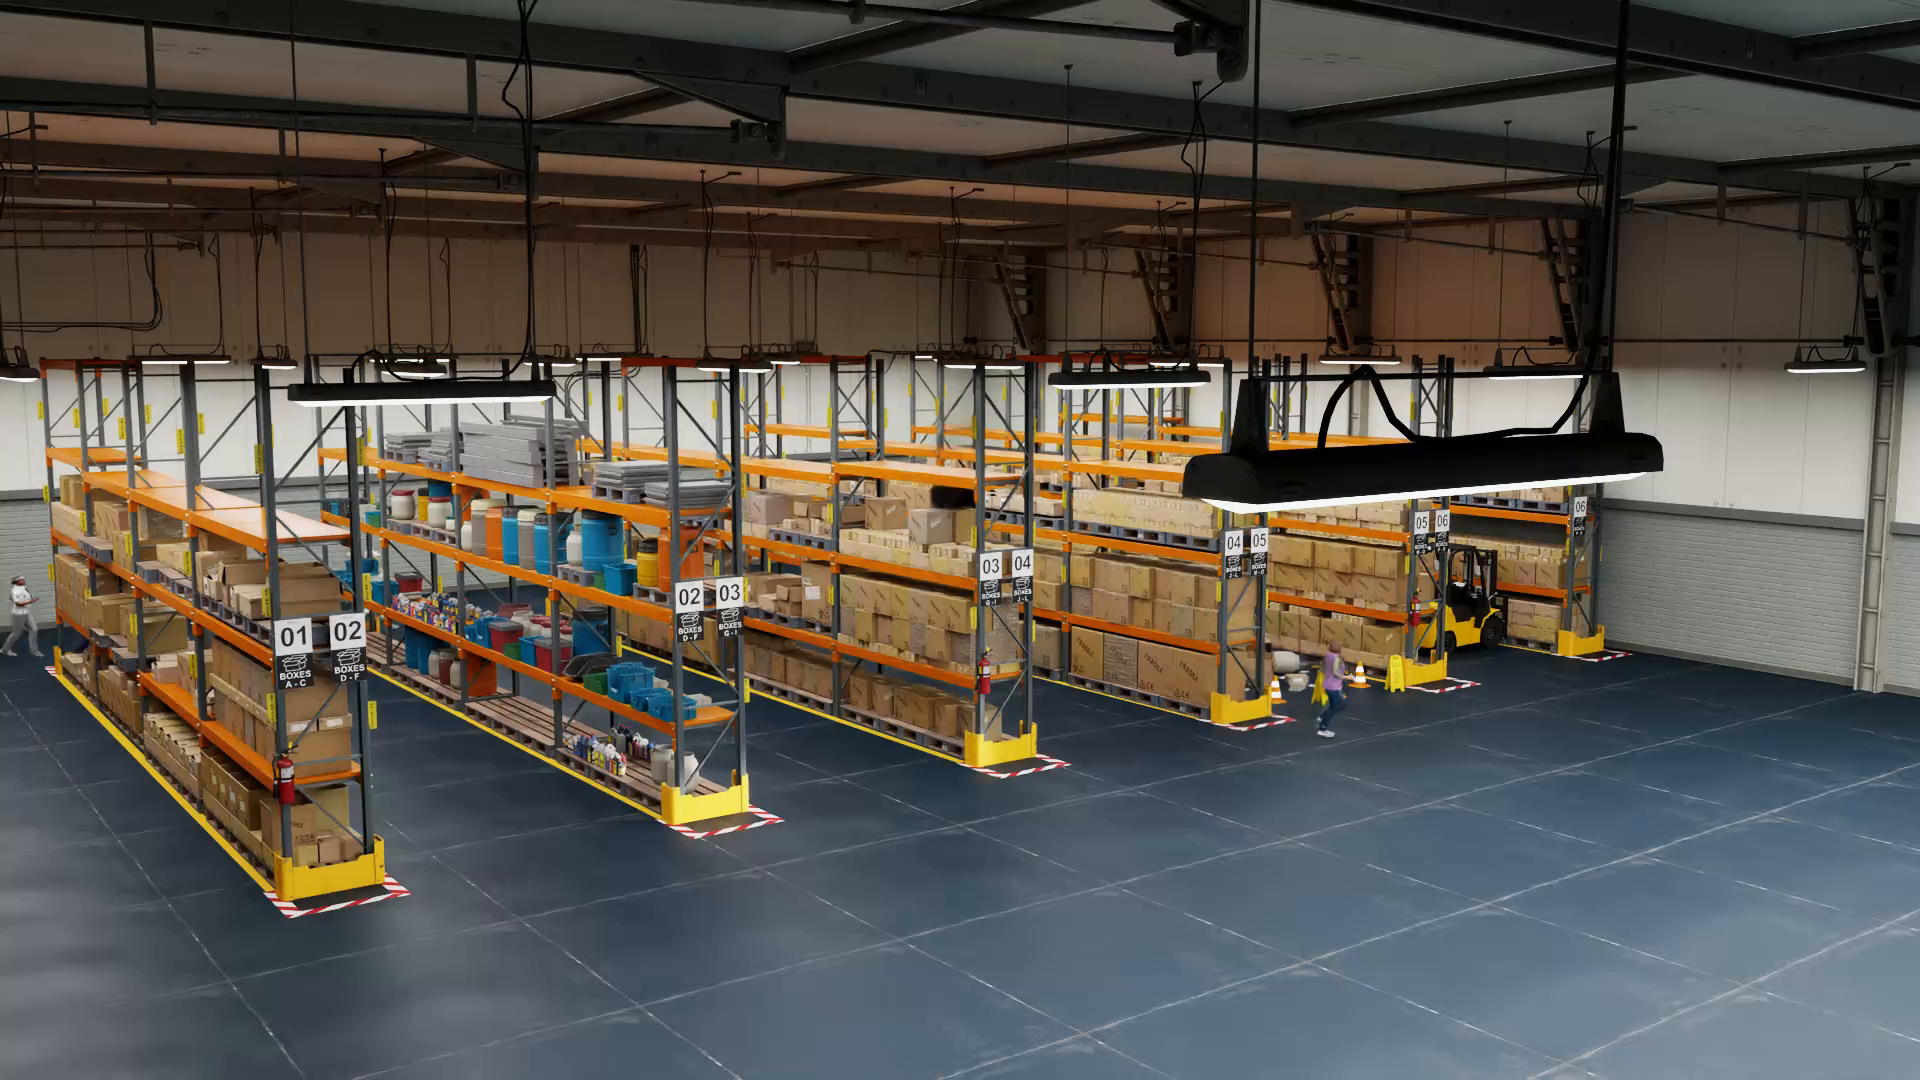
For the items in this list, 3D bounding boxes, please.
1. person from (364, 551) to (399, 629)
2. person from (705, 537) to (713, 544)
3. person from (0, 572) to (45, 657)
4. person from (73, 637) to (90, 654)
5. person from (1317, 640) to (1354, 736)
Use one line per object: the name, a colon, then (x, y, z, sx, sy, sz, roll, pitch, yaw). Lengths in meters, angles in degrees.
person: (-12.707, 1.107, 36.189, 0.932, 1.766, 0.669, -5, 9, -38)
person: (-6.025, 0.759, 39.638, 0.691, 1.649, 0.565, -1, 7, -7)
person: (-18.728, 1.518, 33.124, 0.762, 1.746, 0.566, -1, 7, -12)
person: (-17.089, 1.568, 32.969, 0.870, 1.669, 0.634, -5, 8, -34)
person: (6.006, 2.369, 26.571, 0.553, 1.566, 0.519, 0, 7, 1)
